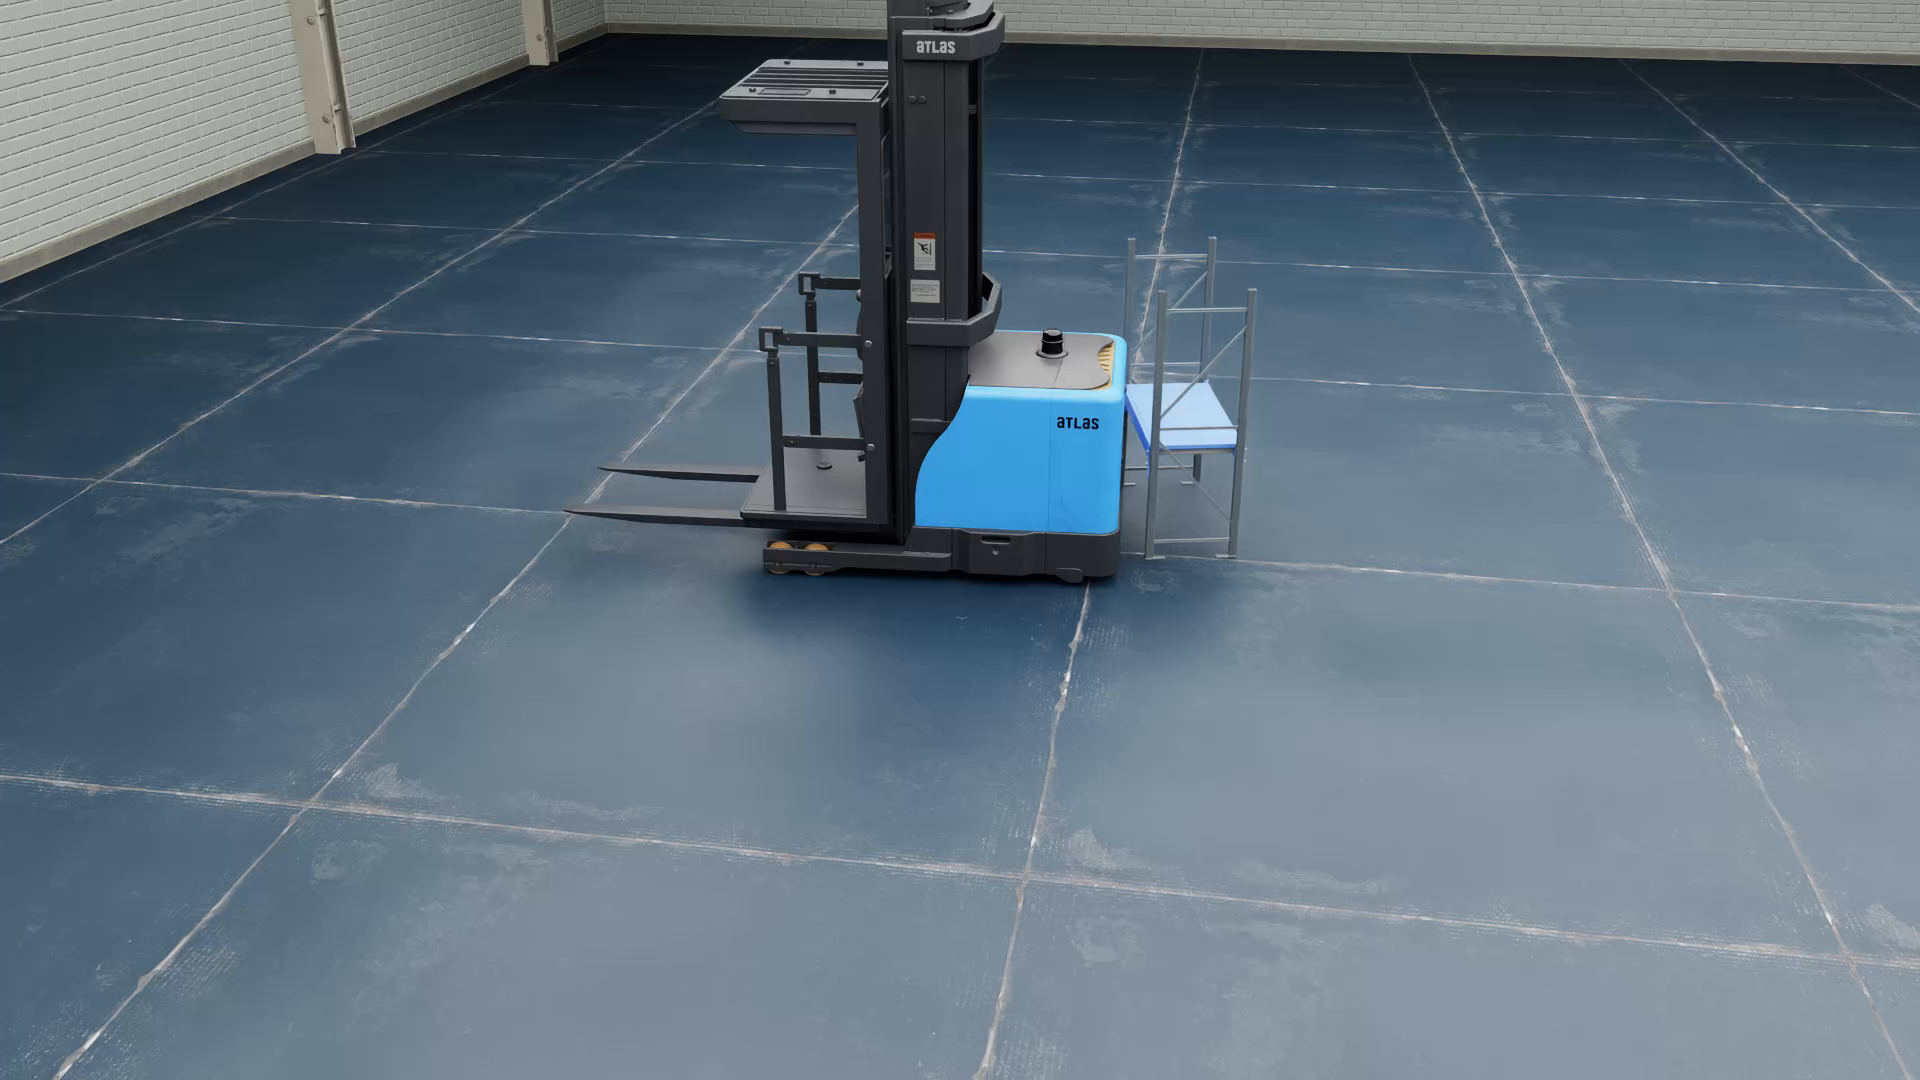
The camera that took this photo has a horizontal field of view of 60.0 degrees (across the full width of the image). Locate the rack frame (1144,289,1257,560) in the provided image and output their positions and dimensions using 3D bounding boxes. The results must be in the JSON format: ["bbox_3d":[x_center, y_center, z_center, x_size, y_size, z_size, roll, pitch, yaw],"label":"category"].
[{"bbox_3d":[1.253,-0.582,8.725,0.500,1.500,0.032,-2,25,-3],"label":"rack frame"}]

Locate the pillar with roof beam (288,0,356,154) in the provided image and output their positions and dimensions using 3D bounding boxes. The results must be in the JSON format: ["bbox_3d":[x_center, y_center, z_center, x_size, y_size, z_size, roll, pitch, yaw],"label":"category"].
[{"bbox_3d":[-2.728,-8.129,16.003,9.100,9.000,0.400,4,25,9],"label":"pillar with roof beam"}]

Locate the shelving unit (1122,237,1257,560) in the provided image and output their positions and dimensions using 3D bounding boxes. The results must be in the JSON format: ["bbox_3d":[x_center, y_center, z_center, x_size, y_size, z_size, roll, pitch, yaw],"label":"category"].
[{"bbox_3d":[1.221,-0.797,9.184,0.538,1.500,1.048,-2,25,-3],"label":"shelving unit"}]

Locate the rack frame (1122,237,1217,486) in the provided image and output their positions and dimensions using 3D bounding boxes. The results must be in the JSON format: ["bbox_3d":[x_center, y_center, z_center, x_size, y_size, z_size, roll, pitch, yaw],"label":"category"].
[{"bbox_3d":[1.189,-1.012,9.644,0.500,1.500,0.032,-2,25,-3],"label":"rack frame"}]

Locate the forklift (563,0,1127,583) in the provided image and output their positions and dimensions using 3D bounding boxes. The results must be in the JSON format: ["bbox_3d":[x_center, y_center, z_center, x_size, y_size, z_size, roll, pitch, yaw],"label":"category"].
[{"bbox_3d":[-0.626,-1.357,8.692,3.031,2.935,1.130,3,25,6],"label":"forklift"}]

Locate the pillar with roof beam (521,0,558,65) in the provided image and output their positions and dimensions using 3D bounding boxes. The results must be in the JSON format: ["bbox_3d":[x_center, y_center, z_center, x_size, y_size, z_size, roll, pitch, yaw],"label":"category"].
[{"bbox_3d":[-1.747,-10.639,21.364,9.100,9.000,0.400,4,25,9],"label":"pillar with roof beam"}]

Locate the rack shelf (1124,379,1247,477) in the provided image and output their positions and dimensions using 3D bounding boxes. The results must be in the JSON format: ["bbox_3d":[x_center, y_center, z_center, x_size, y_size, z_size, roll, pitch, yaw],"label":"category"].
[{"bbox_3d":[1.221,-0.634,9.261,0.538,0.185,1.000,-2,25,-3],"label":"rack shelf"}]
